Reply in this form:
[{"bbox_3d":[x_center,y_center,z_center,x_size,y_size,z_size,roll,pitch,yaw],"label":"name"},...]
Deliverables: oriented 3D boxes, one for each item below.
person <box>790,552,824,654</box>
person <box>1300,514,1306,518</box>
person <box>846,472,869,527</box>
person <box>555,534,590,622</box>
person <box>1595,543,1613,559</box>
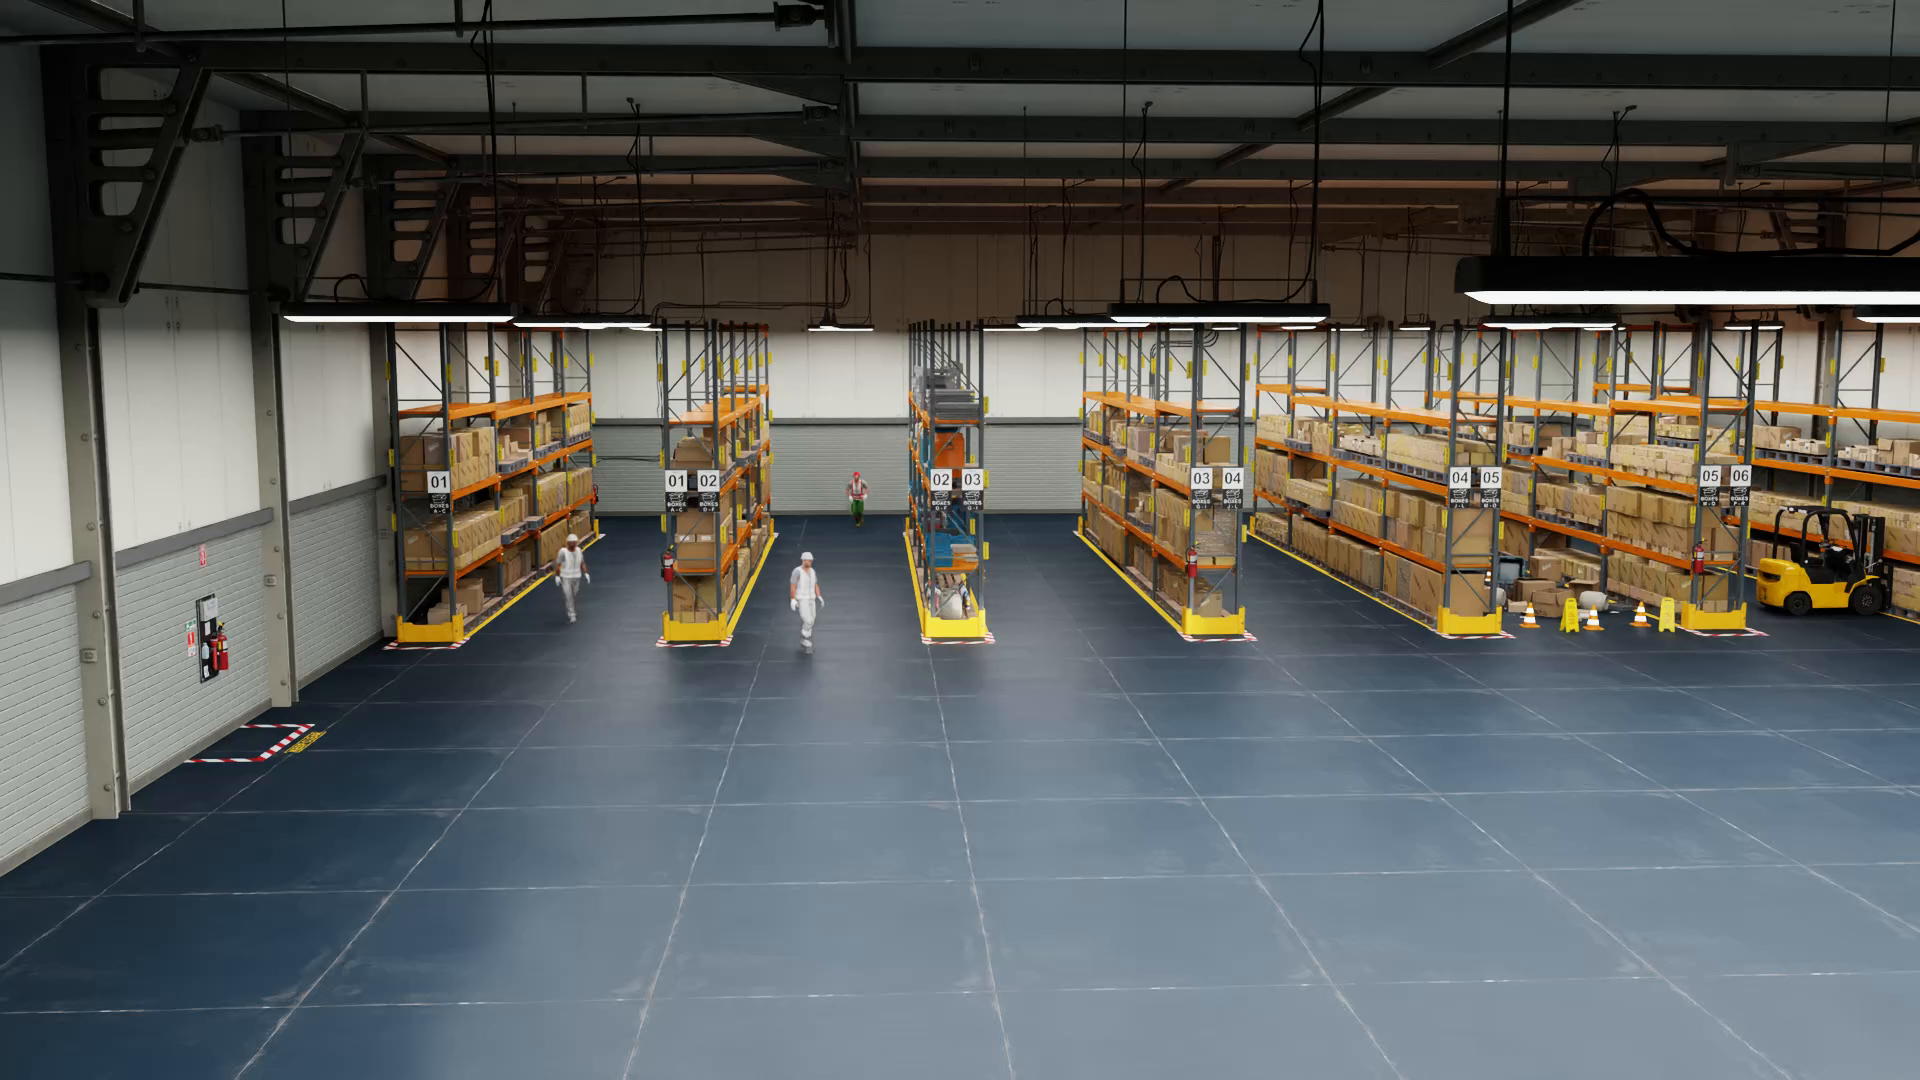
[{"bbox_3d":[-2.754,1.143,30.136,0.509,1.846,0.570,6,9,41],"label":"person"},{"bbox_3d":[10.514,-1.436,50.813,0.779,1.738,0.545,-6,9,-41],"label":"person"},{"bbox_3d":[-3.057,-1.215,49.475,0.676,1.677,0.656,1,7,6],"label":"person"},{"bbox_3d":[-7.769,0.731,33.295,0.649,1.713,1.103,-4,8,-30],"label":"person"},{"bbox_3d":[16.126,-0.205,41.397,0.488,1.691,0.396,-4,8,-28],"label":"person"}]
